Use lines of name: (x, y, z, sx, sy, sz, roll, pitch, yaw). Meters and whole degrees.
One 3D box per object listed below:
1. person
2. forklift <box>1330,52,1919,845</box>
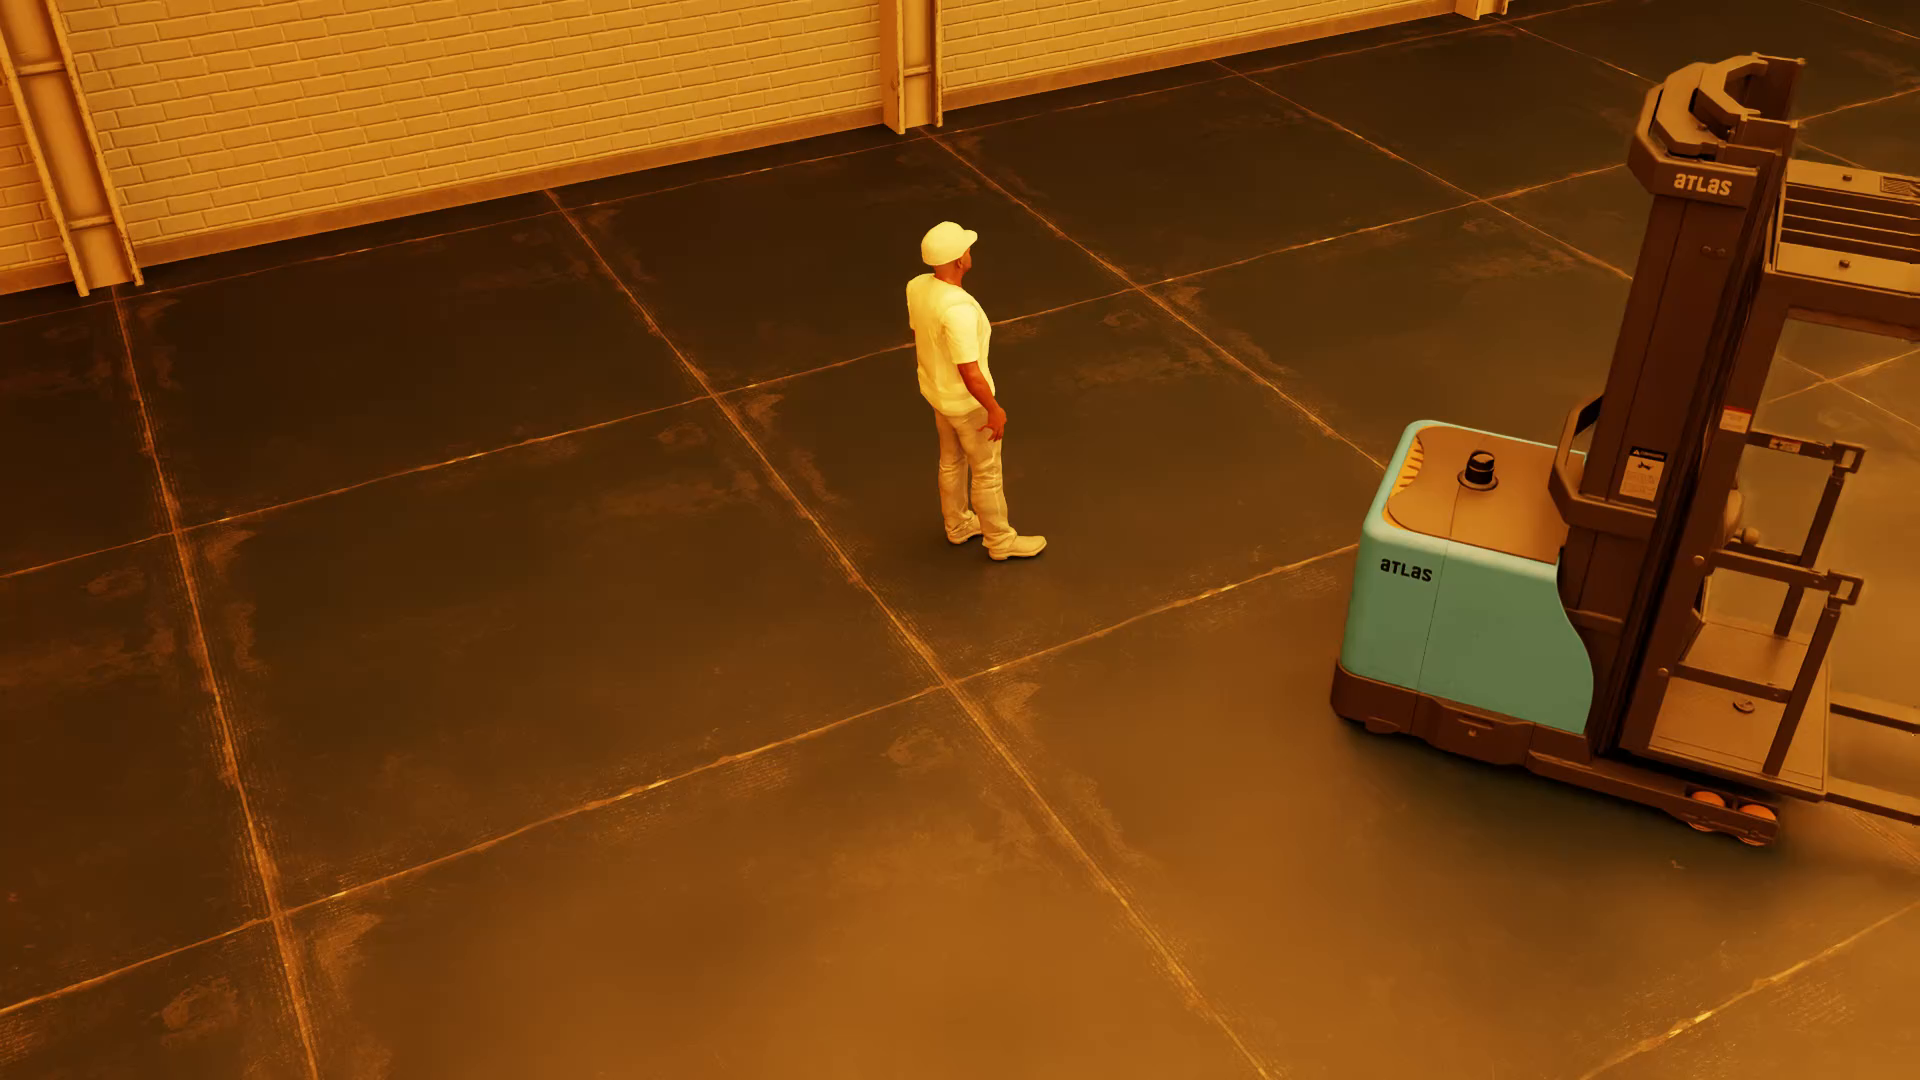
person: (0.064, -0.743, 8.172, 0.575, 1.766, 0.666, -17, 39, -23)
forklift: (3.231, -0.286, 6.528, 3.031, 2.935, 1.130, 15, 38, 20)
